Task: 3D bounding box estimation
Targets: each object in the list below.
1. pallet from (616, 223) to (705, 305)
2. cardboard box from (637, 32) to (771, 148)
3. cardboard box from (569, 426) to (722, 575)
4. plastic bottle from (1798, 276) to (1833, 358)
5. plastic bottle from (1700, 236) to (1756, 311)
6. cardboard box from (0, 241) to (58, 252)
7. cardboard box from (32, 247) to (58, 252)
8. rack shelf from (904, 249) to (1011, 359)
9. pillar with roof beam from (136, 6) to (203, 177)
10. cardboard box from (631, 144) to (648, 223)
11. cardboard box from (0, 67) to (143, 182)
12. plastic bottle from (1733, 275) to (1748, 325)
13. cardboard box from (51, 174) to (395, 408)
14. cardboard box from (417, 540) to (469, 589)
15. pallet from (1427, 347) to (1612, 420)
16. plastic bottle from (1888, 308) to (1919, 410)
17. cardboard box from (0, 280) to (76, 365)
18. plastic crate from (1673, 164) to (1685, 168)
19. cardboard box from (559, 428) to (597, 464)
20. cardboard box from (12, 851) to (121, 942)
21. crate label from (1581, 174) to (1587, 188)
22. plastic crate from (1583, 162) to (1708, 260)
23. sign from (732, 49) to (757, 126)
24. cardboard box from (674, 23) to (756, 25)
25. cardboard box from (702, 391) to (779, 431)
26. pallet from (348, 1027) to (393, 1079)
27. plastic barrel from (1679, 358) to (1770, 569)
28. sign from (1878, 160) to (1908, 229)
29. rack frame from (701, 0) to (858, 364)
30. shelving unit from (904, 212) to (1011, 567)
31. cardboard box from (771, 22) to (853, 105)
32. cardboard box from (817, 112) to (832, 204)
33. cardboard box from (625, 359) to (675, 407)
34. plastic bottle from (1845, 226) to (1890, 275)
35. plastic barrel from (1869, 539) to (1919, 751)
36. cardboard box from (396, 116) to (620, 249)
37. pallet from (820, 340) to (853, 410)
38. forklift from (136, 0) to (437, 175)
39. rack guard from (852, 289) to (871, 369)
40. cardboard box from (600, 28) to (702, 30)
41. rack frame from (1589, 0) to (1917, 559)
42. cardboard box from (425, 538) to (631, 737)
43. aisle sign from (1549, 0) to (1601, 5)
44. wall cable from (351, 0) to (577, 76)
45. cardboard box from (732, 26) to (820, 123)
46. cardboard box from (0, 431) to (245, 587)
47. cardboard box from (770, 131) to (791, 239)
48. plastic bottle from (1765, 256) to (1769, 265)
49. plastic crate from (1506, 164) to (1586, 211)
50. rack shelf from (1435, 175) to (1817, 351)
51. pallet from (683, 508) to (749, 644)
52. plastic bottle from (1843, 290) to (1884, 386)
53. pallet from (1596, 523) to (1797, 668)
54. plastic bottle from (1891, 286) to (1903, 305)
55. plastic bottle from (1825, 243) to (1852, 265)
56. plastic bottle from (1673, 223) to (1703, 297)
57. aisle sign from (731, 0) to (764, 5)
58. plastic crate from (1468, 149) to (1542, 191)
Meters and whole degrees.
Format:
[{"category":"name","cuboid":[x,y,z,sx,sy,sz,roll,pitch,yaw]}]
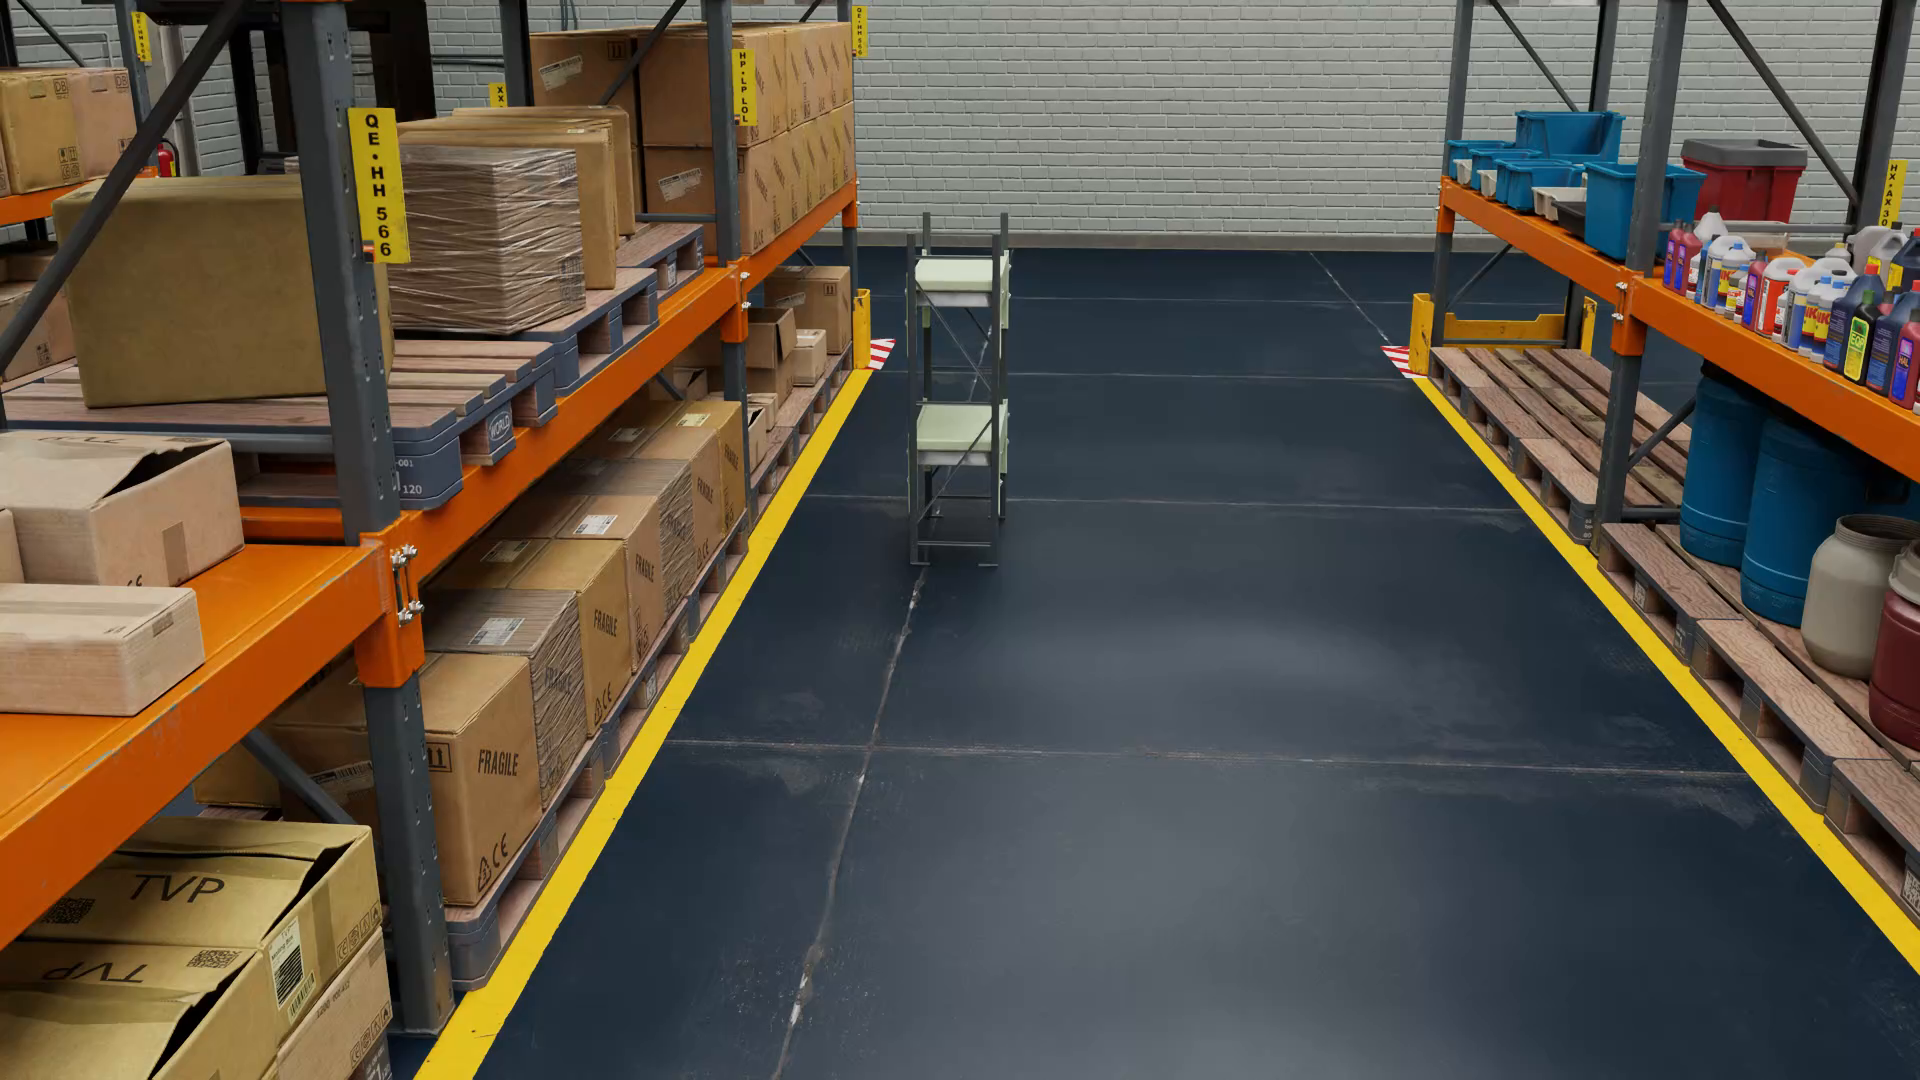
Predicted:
[{"category":"pallet","cuboid":[-1.671,-1.120,6.833,1.003,0.211,1.213,1,18,4]},{"category":"cardboard box","cuboid":[-1.191,-2.120,7.810,0.500,0.500,0.500,2,18,5]},{"category":"cardboard box","cuboid":[-1.299,-0.166,6.919,0.500,0.500,0.500,1,18,4]},{"category":"plastic bottle","cuboid":[2.903,-0.754,5.614,0.097,0.271,0.097,0,18,0]},{"category":"plastic bottle","cuboid":[2.996,-1.038,6.472,0.152,0.276,0.135,1,18,4]},{"category":"cardboard box","cuboid":[-6.301,-1.953,11.363,0.380,0.149,0.250,1,18,4]},{"category":"cardboard box","cuboid":[-5.938,-1.865,11.097,0.380,0.149,0.250,1,18,3]},{"category":"rack shelf","cuboid":[0.000,-1.081,7.562,0.431,0.370,0.720,1,18,4]},{"category":"pillar with roof beam","cuboid":[-2.535,-6.422,13.069,9.100,9.000,0.400,1,18,4]},{"category":"cardboard box","cuboid":[-1.725,-1.666,8.029,0.500,0.500,0.500,2,18,5]},{"category":"cardboard box","cuboid":[-6.186,-2.793,11.148,0.980,0.700,0.700,2,18,6]},{"category":"plastic bottle","cuboid":[2.946,-0.906,6.191,0.097,0.201,0.097,0,18,0]},{"category":"cardboard box","cuboid":[-1.859,-0.660,4.286,0.700,0.500,0.500,-5,19,-15]},{"category":"cardboard box","cuboid":[-1.922,0.307,5.476,0.500,0.500,0.500,1,18,2]},{"category":"pallet","cuboid":[3.624,-1.008,10.659,1.003,0.211,1.213,1,18,4]},{"category":"plastic bottle","cuboid":[2.834,-0.538,4.935,0.061,0.283,0.133,1,18,4]},{"category":"cardboard box","cuboid":[-6.146,-1.446,10.858,0.700,0.500,0.500,1,18,4]},{"category":"plastic crate","cuboid":[3.728,-1.788,8.656,0.437,0.282,0.530,1,18,4]},{"category":"cardboard box","cuboid":[-1.810,-0.168,6.926,0.500,0.500,0.500,2,18,5]},{"category":"cardboard box","cuboid":[-2.123,0.782,3.561,0.500,0.311,0.500,2,18,6]},{"category":"crate label","cuboid":[3.813,-2.057,9.711,0.396,0.136,0.243,1,18,4]},{"category":"plastic crate","cuboid":[3.128,-1.519,7.671,0.392,0.384,0.575,1,18,4]},{"category":"sign","cuboid":[-0.952,-1.996,7.339,0.100,0.325,0.005,1,18,4]},{"category":"cardboard box","cuboid":[-1.543,-2.928,10.275,0.500,0.500,0.500,1,18,4]},{"category":"cardboard box","cuboid":[-1.207,-0.714,9.130,0.380,0.166,0.250,1,18,4]},{"category":"pallet","cuboid":[-1.890,1.365,3.419,1.003,0.211,1.213,1,18,4]},{"category":"plastic barrel","cuboid":[3.379,-0.379,6.959,0.600,0.901,0.708,1,18,4]},{"category":"sign","cuboid":[3.984,-1.464,7.130,0.100,0.325,0.005,1,18,4]},{"category":"rack frame","cuboid":[-1.219,-2.700,11.345,1.000,3.000,0.127,1,18,4]},{"category":"shelving unit","cuboid":[0.000,-0.711,7.683,0.431,1.500,0.755,1,18,4]},{"category":"cardboard box","cuboid":[-0.976,-3.078,10.733,0.500,0.500,0.500,1,18,3]},{"category":"cardboard box","cuboid":[-1.054,-2.286,9.922,0.500,0.500,0.500,1,18,4]},{"category":"cardboard box","cuboid":[-1.747,-0.662,8.434,0.500,0.500,0.500,1,18,4]},{"category":"plastic bottle","cuboid":[3.729,-1.157,6.836,0.152,0.276,0.135,1,18,4]},{"category":"plastic barrel","cuboid":[3.247,0.340,5.267,0.600,0.588,0.708,1,18,4]},{"category":"cardboard box","cuboid":[-1.748,-1.347,6.383,0.700,0.500,0.500,4,19,13]},{"category":"pallet","cuboid":[-1.280,-1.103,10.951,1.003,0.211,1.213,1,18,4]},{"category":"forklift","cuboid":[-3.608,-1.934,9.119,1.130,2.935,3.031,6,19,17]},{"category":"rack guard","cuboid":[-1.224,-1.488,11.662,1.175,0.500,0.348,1,18,4]},{"category":"cardboard box","cuboid":[-1.657,-2.459,8.843,0.500,0.500,0.500,1,18,4]},{"category":"rack frame","cuboid":[3.435,-1.346,7.212,1.000,3.000,0.127,1,18,4]},{"category":"cardboard box","cuboid":[-1.402,0.310,5.466,0.500,0.500,0.500,1,18,3]},{"category":"aisle sign","cuboid":[4.019,-3.839,10.647,0.394,0.787,0.004,1,18,4]},{"category":"wall cable","cuboid":[-5.398,-5.933,16.565,3.097,2.526,0.112,1,18,4]},{"category":"cardboard box","cuboid":[-1.081,-2.600,9.276,0.500,0.500,0.500,2,18,6]},{"category":"cardboard box","cuboid":[-1.862,-0.061,3.434,0.500,0.311,0.500,2,18,7]},{"category":"cardboard box","cuboid":[-1.163,-1.816,8.488,0.500,0.500,0.500,2,18,5]},{"category":"plastic bottle","cuboid":[3.121,-1.005,6.493,0.097,0.201,0.097,0,18,0]},{"category":"plastic crate","cuboid":[3.260,-1.965,9.277,0.416,0.233,0.300,1,18,4]},{"category":"rack shelf","cuboid":[3.578,-1.625,9.220,1.077,0.370,4.000,1,18,4]},{"category":"pallet","cuboid":[-1.526,0.121,7.214,1.003,0.211,1.213,1,18,4]},{"category":"plastic bottle","cuboid":[2.856,-0.637,5.237,0.061,0.283,0.133,1,18,4]},{"category":"pallet","cuboid":[3.338,0.218,6.918,1.003,0.211,1.213,1,18,4]},{"category":"plastic bottle","cuboid":[3.033,-0.691,5.420,0.097,0.271,0.097,0,18,0]},{"category":"plastic bottle","cuboid":[3.603,-1.119,6.839,0.097,0.201,0.097,0,18,0]},{"category":"plastic bottle","cuboid":[2.974,-1.144,6.786,0.061,0.283,0.133,1,18,4]},{"category":"aisle sign","cuboid":[-1.507,-3.963,11.025,0.394,0.787,0.004,1,18,4]},{"category":"plastic crate","cuboid":[3.329,-2.263,10.185,0.416,0.233,0.300,1,18,4]}]
